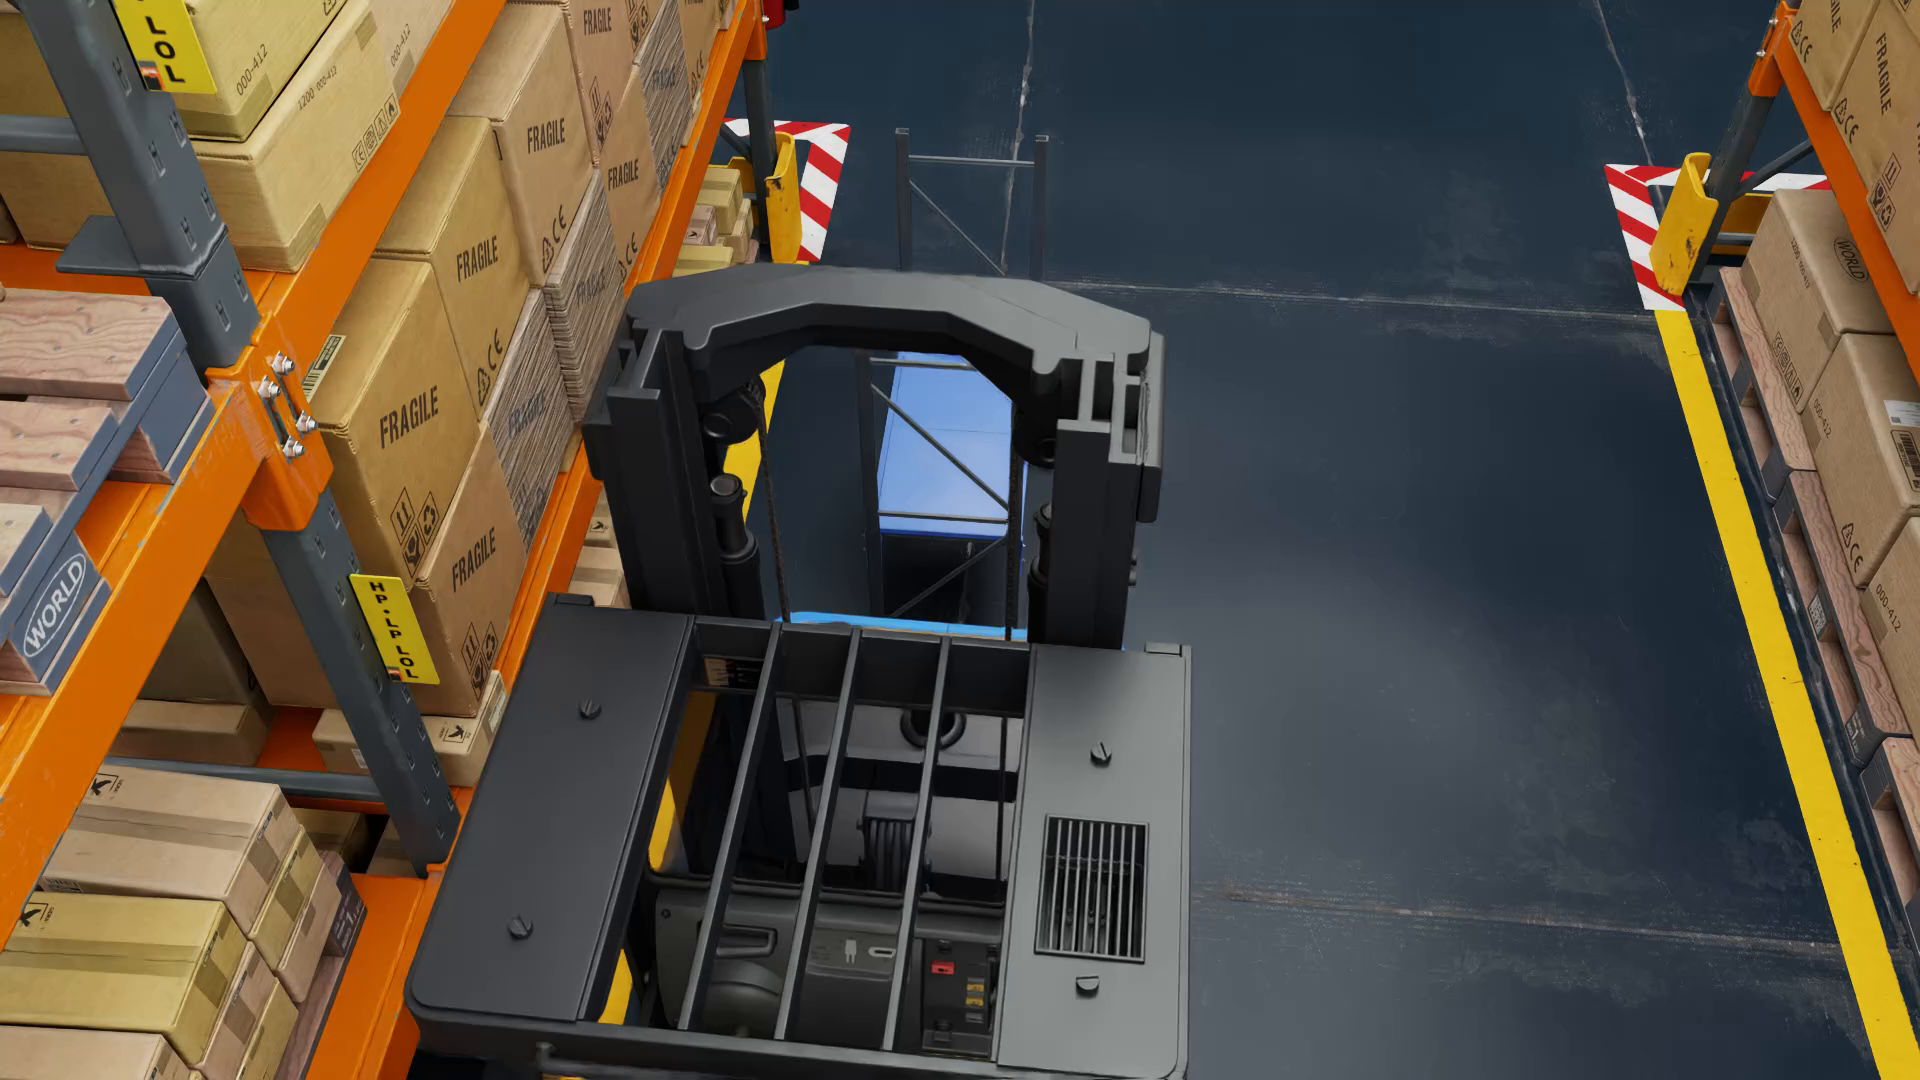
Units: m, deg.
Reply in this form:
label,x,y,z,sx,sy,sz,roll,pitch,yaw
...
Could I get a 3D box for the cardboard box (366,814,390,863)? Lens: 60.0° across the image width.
label,x,y,z,sx,sy,sz,roll,pitch,yaw
cardboard box,-1.858,0.859,5.079,0.380,0.149,0.250,5,48,5

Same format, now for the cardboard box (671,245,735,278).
label,x,y,z,sx,sy,sz,roll,pitch,yaw
cardboard box,-1.070,-0.999,6.375,0.380,0.149,0.250,3,48,3

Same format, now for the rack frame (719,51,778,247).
label,x,y,z,sx,sy,sz,roll,pitch,yaw
rack frame,-1.297,-2.404,6.416,1.000,3.000,0.127,4,48,4

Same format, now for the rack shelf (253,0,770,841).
label,x,y,z,sx,sy,sz,roll,pitch,yaw
rack shelf,-1.479,-0.692,5.337,1.077,0.370,4.000,4,48,4

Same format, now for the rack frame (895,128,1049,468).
label,x,y,z,sx,sy,sz,roll,pitch,yaw
rack frame,0.039,-0.817,5.981,0.500,1.500,0.032,4,48,4

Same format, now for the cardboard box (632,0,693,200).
label,x,y,z,sx,sy,sz,roll,pitch,yaw
cardboard box,-1.170,-1.439,5.264,0.500,0.500,0.500,4,48,4

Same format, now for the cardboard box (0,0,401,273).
label,x,y,z,sx,sy,sz,roll,pitch,yaw
cardboard box,-1.356,-0.749,2.971,0.500,0.250,0.500,6,48,5

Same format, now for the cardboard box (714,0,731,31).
label,x,y,z,sx,sy,sz,roll,pitch,yaw
cardboard box,-1.081,-2.191,5.951,0.500,0.500,0.500,5,48,4

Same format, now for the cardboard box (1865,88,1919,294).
label,x,y,z,sx,sy,sz,roll,pitch,yaw
cardboard box,3.230,-1.100,5.155,0.500,0.500,0.500,4,48,3

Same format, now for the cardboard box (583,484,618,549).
label,x,y,z,sx,sy,sz,roll,pitch,yaw
cardboard box,-1.317,-0.052,5.509,0.380,0.149,0.250,2,48,2

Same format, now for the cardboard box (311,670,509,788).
label,x,y,z,sx,sy,sz,roll,pitch,yaw
cardboard box,-1.310,0.434,3.991,0.380,0.149,0.250,5,48,5

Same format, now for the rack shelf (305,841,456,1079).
label,x,y,z,sx,sy,sz,roll,pitch,yaw
rack shelf,-1.844,2.248,2.649,1.077,0.370,4.000,4,48,4

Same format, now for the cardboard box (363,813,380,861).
label,x,y,z,sx,sy,sz,roll,pitch,yaw
cardboard box,-1.937,0.803,4.929,0.380,0.149,0.250,2,48,2

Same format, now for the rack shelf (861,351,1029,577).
label,x,y,z,sx,sy,sz,roll,pitch,yaw
rack shelf,-0.008,-0.322,5.772,0.538,0.185,1.000,4,48,4

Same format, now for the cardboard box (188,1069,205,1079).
label,x,y,z,sx,sy,sz,roll,pitch,yaw
cardboard box,-1.549,1.059,2.932,0.380,0.149,0.250,6,48,5

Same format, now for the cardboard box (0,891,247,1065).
label,x,y,z,sx,sy,sz,roll,pitch,yaw
cardboard box,-1.527,0.783,2.983,0.380,0.149,0.250,3,48,2

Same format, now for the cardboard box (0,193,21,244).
label,x,y,z,sx,sy,sz,roll,pitch,yaw
cardboard box,-1.885,-0.805,3.023,0.500,0.250,0.500,5,48,4

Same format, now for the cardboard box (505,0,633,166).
label,x,y,z,sx,sy,sz,roll,pitch,yaw
cardboard box,-1.220,-1.379,4.531,0.500,0.500,0.500,2,48,2

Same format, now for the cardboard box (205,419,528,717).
label,x,y,z,sx,sy,sz,roll,pitch,yaw
cardboard box,-1.365,0.054,3.898,0.500,0.500,0.500,3,48,3

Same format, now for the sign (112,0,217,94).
label,x,y,z,sx,sy,sz,roll,pitch,yaw
sign,-1.108,-0.750,2.253,0.100,0.325,0.005,4,48,4

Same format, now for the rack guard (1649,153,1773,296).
label,x,y,z,sx,sy,sz,roll,pitch,yaw
rack guard,3.644,-1.319,7.118,1.175,0.500,0.348,4,48,4

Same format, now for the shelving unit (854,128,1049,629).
label,x,y,z,sx,sy,sz,roll,pitch,yaw
shelving unit,-0.008,-0.443,5.639,0.538,1.500,1.048,4,48,4

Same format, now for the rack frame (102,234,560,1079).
label,x,y,z,sx,sy,sz,roll,pitch,yaw
rack frame,-1.661,0.535,3.728,1.000,3.000,0.127,4,48,4

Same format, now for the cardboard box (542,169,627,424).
label,x,y,z,sx,sy,sz,roll,pitch,yaw
cardboard box,-1.245,-0.678,4.568,0.500,0.500,0.500,3,48,3

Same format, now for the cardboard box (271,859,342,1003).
label,x,y,z,sx,sy,sz,roll,pitch,yaw
cardboard box,-1.500,0.784,3.386,0.380,0.149,0.250,3,48,3

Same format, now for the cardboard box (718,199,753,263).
label,x,y,z,sx,sy,sz,roll,pitch,yaw
cardboard box,-1.061,-1.277,6.831,0.380,0.149,0.250,3,48,2

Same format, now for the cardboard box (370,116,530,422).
label,x,y,z,sx,sy,sz,roll,pitch,yaw
cardboard box,-1.345,-0.633,3.850,0.500,0.500,0.500,3,48,2

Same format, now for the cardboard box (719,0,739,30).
label,x,y,z,sx,sy,sz,roll,pitch,yaw
cardboard box,-1.045,-2.061,6.272,0.380,0.149,0.250,4,48,4

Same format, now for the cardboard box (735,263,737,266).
label,x,y,z,sx,sy,sz,roll,pitch,yaw
cardboard box,-1.137,-1.183,6.946,0.380,0.149,0.250,5,48,4

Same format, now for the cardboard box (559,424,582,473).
label,x,y,z,sx,sy,sz,roll,pitch,yaw
cardboard box,-1.269,-0.341,4.699,0.380,0.149,0.250,5,48,4

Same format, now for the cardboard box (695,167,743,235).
label,x,y,z,sx,sy,sz,roll,pitch,yaw
cardboard box,-1.093,-1.378,6.722,0.380,0.149,0.250,4,48,4

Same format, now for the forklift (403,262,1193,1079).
label,x,y,z,sx,sy,sz,roll,pitch,yaw
forklift,-0.189,1.047,3.306,1.130,2.935,3.031,5,48,4

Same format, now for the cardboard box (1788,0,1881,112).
label,x,y,z,sx,sy,sz,roll,pitch,yaw
cardboard box,3.312,-1.846,5.838,0.500,0.500,0.500,4,48,3

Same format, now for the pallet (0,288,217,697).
label,x,y,z,sx,sy,sz,roll,pitch,yaw
pallet,-1.824,0.033,2.282,1.213,0.211,1.003,4,48,4

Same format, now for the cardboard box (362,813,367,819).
label,x,y,z,sx,sy,sz,roll,pitch,yaw
cardboard box,-1.904,0.686,4.834,0.380,0.149,0.250,4,48,4

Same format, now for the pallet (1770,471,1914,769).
label,x,y,z,sx,sy,sz,roll,pitch,yaw
pallet,3.533,0.283,5.849,1.003,0.211,1.213,4,48,4

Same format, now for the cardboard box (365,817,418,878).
label,x,y,z,sx,sy,sz,roll,pitch,yaw
cardboard box,-1.424,0.916,4.624,0.380,0.149,0.250,6,48,5

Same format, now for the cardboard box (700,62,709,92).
label,x,y,z,sx,sy,sz,roll,pitch,yaw
cardboard box,-1.113,-1.695,5.938,0.380,0.149,0.250,3,48,3

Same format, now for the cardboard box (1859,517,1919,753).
label,x,y,z,sx,sy,sz,roll,pitch,yaw
cardboard box,3.522,0.405,5.299,0.875,0.438,0.875,3,48,2

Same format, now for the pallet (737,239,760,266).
label,x,y,z,sx,sy,sz,roll,pitch,yaw
pallet,-1.413,-0.812,6.850,1.003,0.211,1.213,4,48,4

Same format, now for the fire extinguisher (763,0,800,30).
label,x,y,z,sx,sy,sz,roll,pitch,yaw
fire extinguisher,-0.814,-2.406,6.723,0.296,0.674,0.183,4,48,4

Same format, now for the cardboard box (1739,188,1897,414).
label,x,y,z,sx,sy,sz,roll,pitch,yaw
cardboard box,3.681,-0.931,6.520,0.875,0.438,0.875,2,48,2

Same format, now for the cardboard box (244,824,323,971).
label,x,y,z,sx,sy,sz,roll,pitch,yaw
cardboard box,-1.501,0.684,3.276,0.380,0.149,0.250,5,48,5
